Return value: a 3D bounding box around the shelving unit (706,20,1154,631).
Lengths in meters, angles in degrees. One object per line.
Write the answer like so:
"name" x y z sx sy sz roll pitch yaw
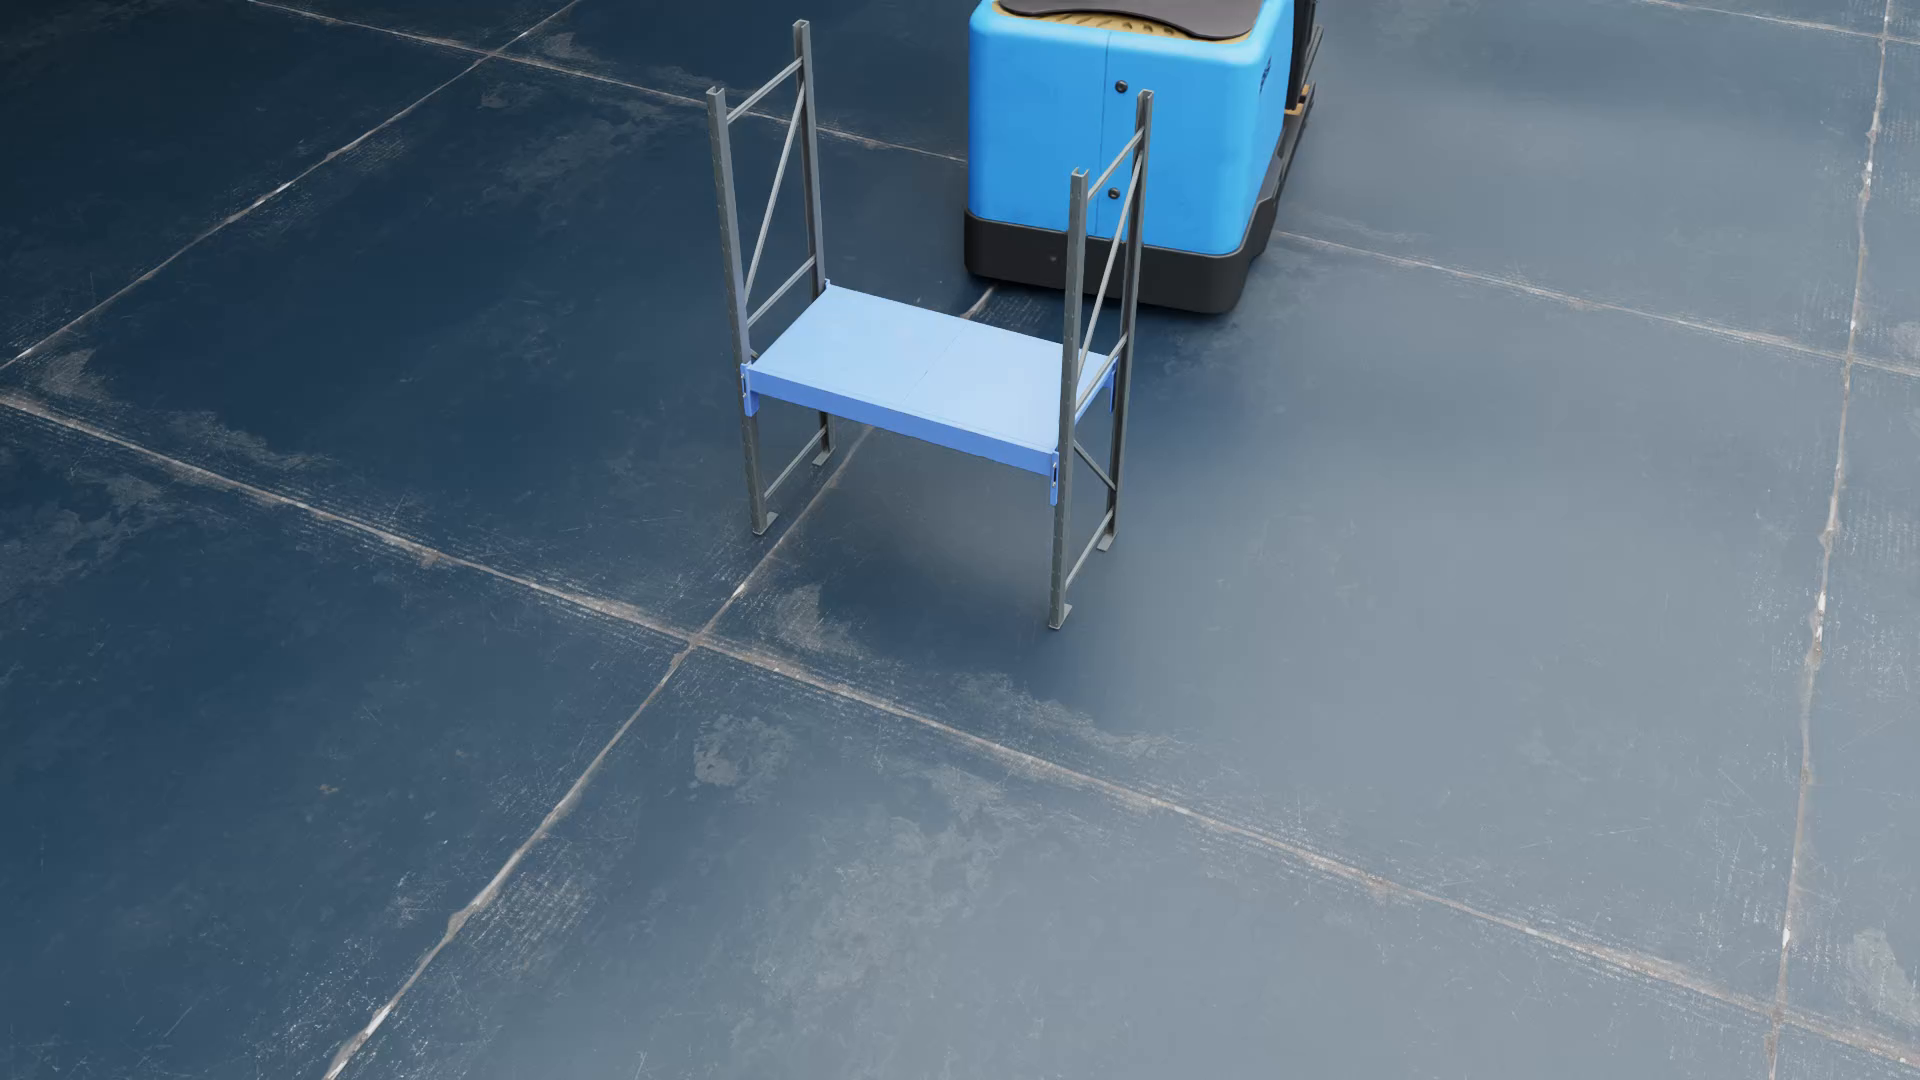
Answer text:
"shelving unit" -0.077 -0.590 4.786 1.048 1.500 0.538 17 44 19

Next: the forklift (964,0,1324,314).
"forklift" 0.943 -2.913 6.373 1.130 2.935 3.031 12 42 13

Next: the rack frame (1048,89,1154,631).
"rack frame" 0.383 -0.450 4.624 0.032 1.500 0.500 17 44 19

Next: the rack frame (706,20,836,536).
"rack frame" -0.538 -0.731 4.948 0.032 1.500 0.500 17 44 19

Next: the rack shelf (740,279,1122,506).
"rack shelf" -0.077 -0.454 4.904 1.000 0.185 0.538 17 44 19
